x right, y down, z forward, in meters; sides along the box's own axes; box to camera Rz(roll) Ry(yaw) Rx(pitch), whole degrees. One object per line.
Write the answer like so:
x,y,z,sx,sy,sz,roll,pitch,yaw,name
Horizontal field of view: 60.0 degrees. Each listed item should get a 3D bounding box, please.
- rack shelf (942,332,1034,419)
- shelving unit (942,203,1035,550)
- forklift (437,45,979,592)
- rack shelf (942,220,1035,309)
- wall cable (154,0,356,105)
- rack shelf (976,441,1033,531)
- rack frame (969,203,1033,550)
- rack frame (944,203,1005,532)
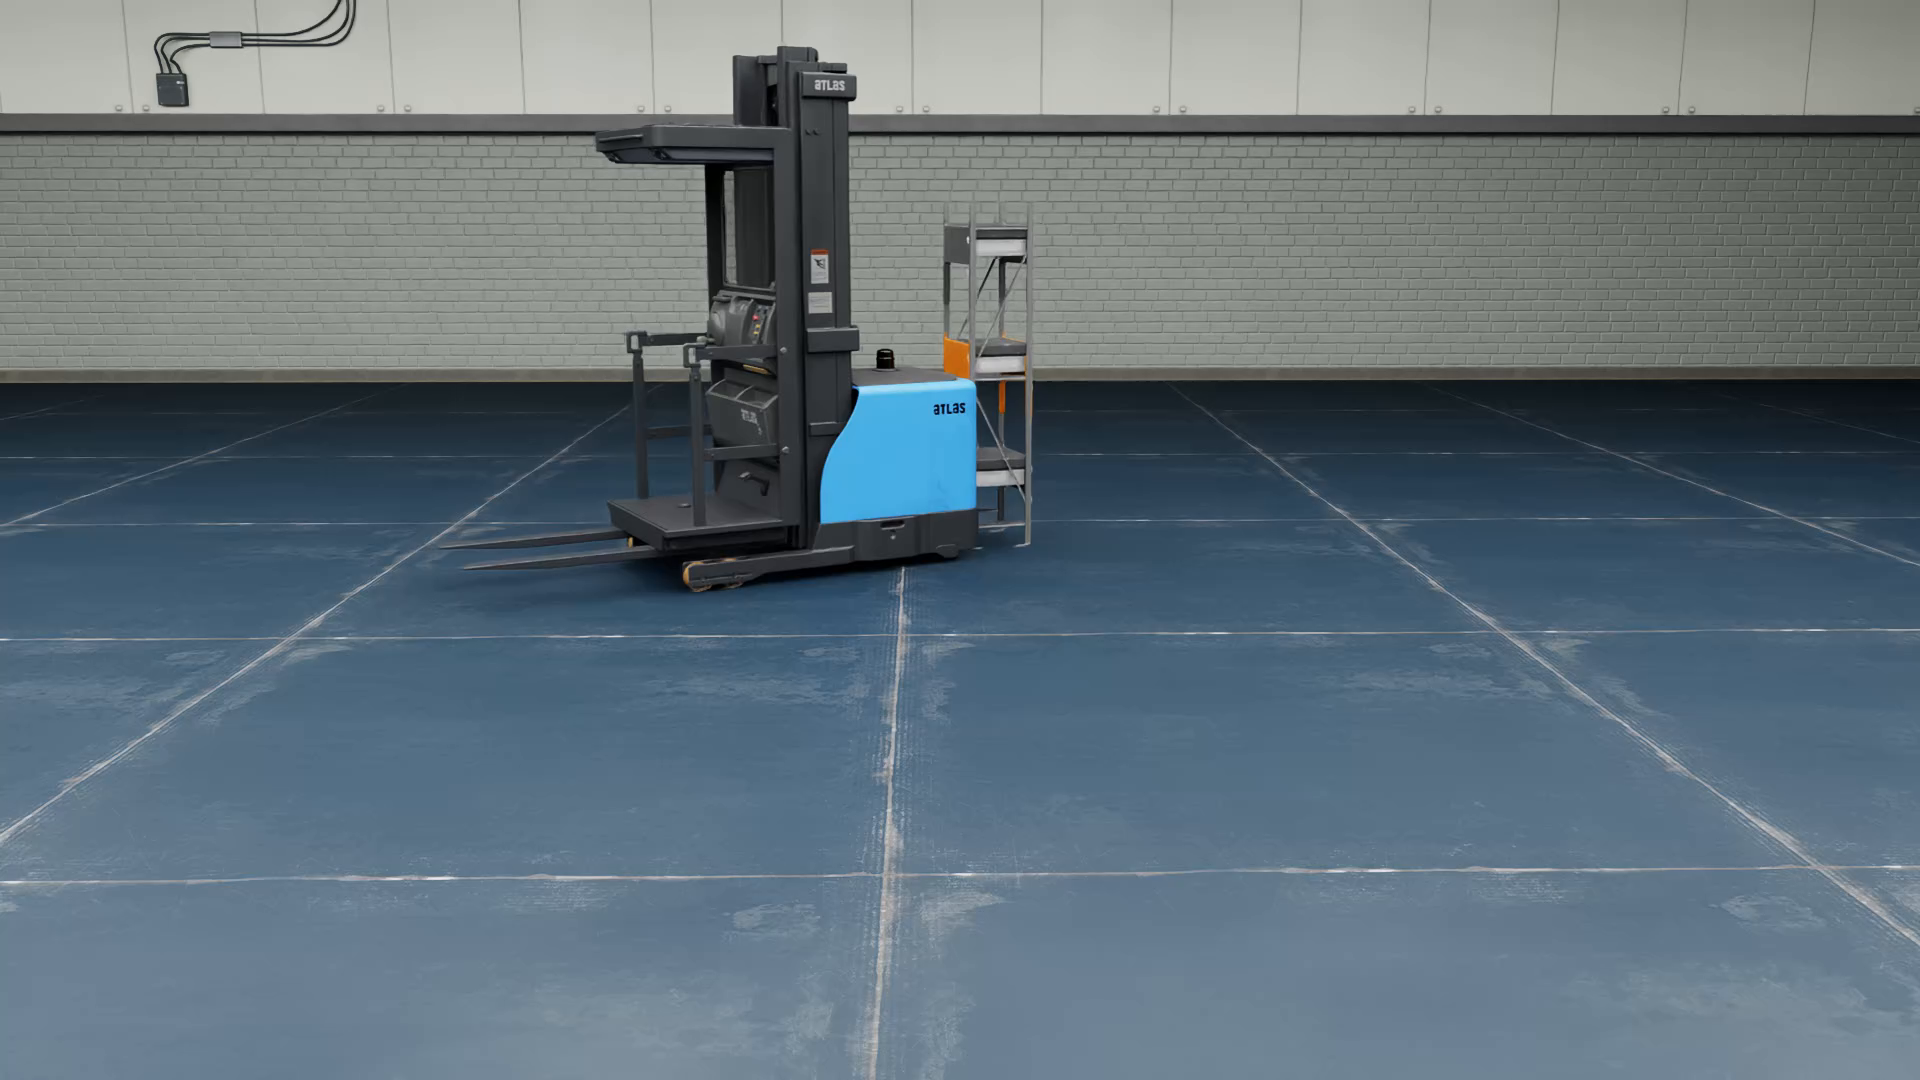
0.169,-1.013,10.340,0.431,0.518,0.480,-4,12,-19,rack shelf
0.169,-1.026,10.338,0.431,2.100,0.503,-4,12,-19,shelving unit
-1.431,-1.271,9.451,3.031,2.935,1.130,-6,13,-28,forklift
0.169,-1.699,10.201,0.431,0.518,0.480,-4,12,-19,rack shelf
-8.045,-7.946,18.542,2.305,6.003,0.169,0,11,-1,wall cable
0.169,-0.327,10.479,0.431,0.518,0.480,-4,12,-19,rack shelf
0.249,-0.981,10.112,0.400,2.100,0.015,-4,12,-19,rack frame
0.089,-1.072,10.563,0.400,2.100,0.015,-4,12,-19,rack frame
